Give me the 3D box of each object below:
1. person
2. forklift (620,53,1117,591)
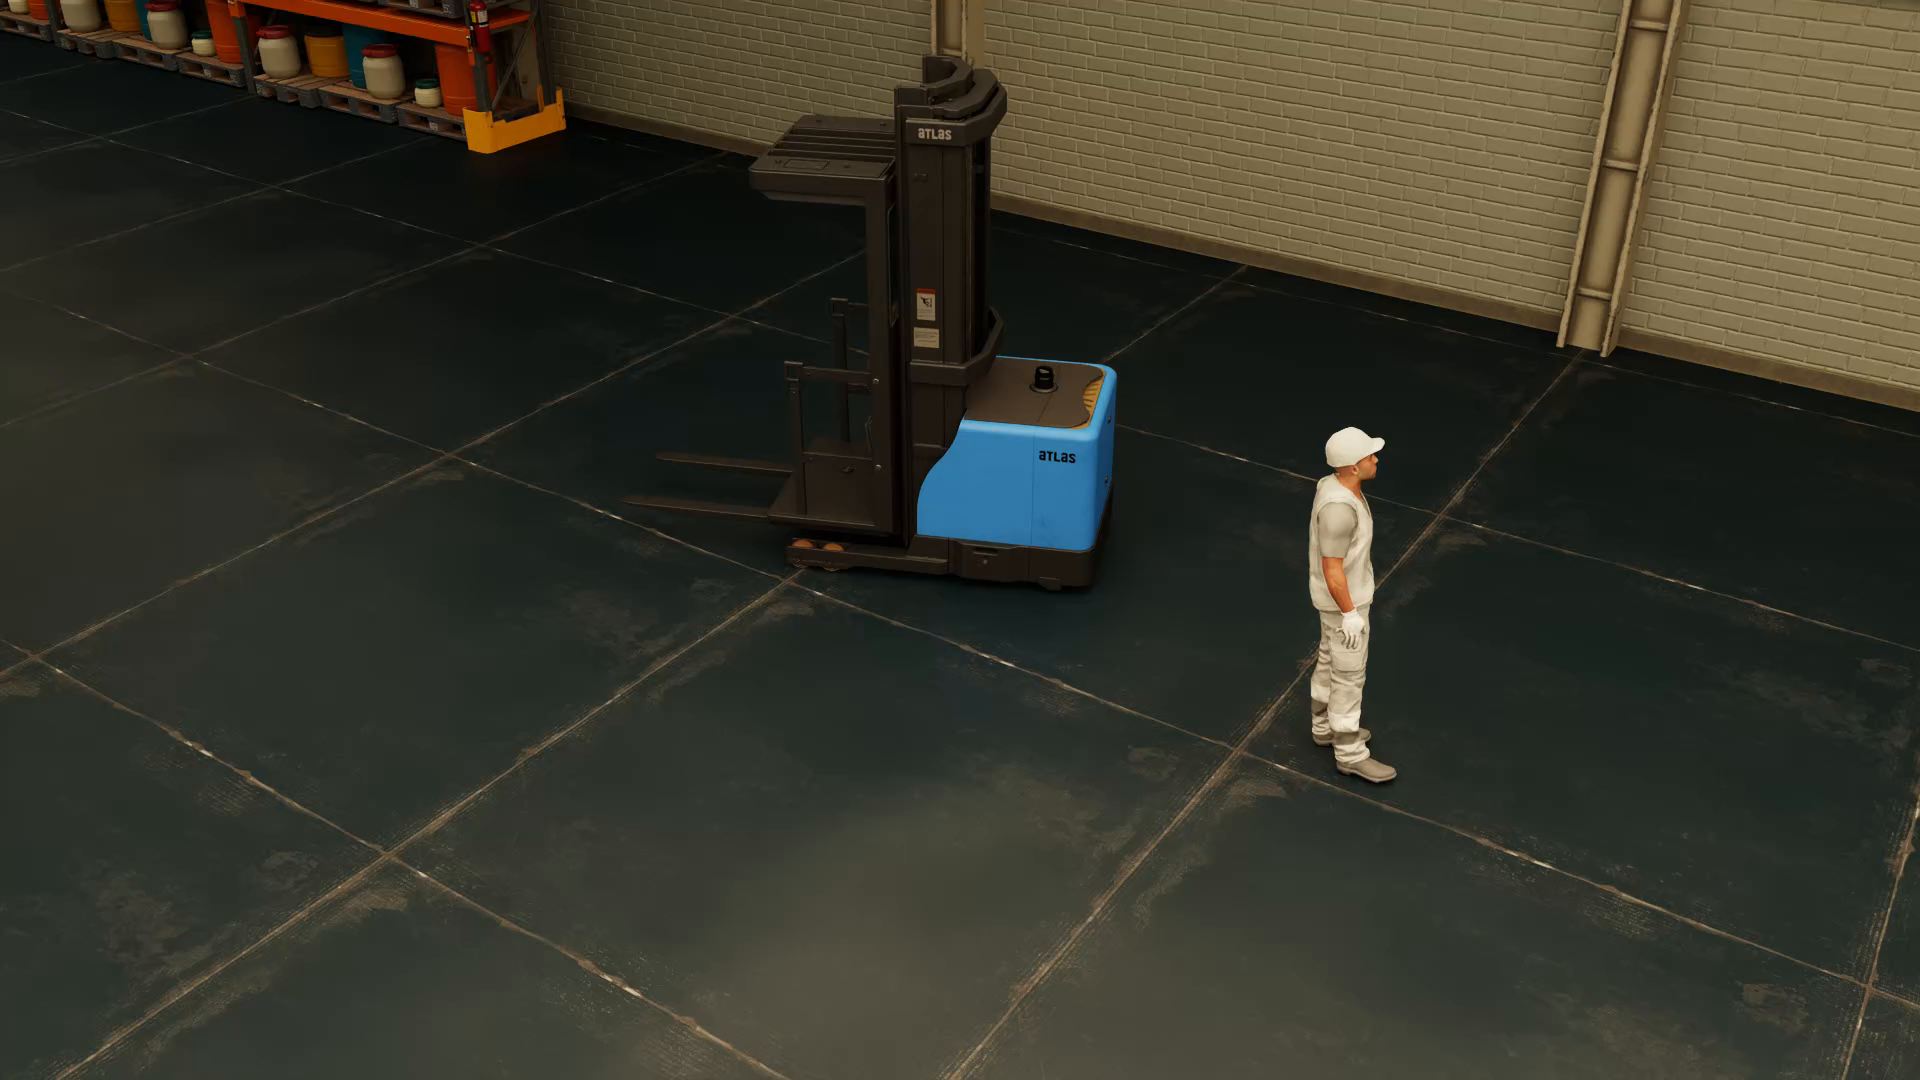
[{"bbox_3d":[1.971,0.288,8.208,0.561,1.790,0.637,5,31,9],"label":"person"},{"bbox_3d":[-0.596,-1.330,9.871,3.031,2.935,1.130,6,31,10],"label":"forklift"}]
